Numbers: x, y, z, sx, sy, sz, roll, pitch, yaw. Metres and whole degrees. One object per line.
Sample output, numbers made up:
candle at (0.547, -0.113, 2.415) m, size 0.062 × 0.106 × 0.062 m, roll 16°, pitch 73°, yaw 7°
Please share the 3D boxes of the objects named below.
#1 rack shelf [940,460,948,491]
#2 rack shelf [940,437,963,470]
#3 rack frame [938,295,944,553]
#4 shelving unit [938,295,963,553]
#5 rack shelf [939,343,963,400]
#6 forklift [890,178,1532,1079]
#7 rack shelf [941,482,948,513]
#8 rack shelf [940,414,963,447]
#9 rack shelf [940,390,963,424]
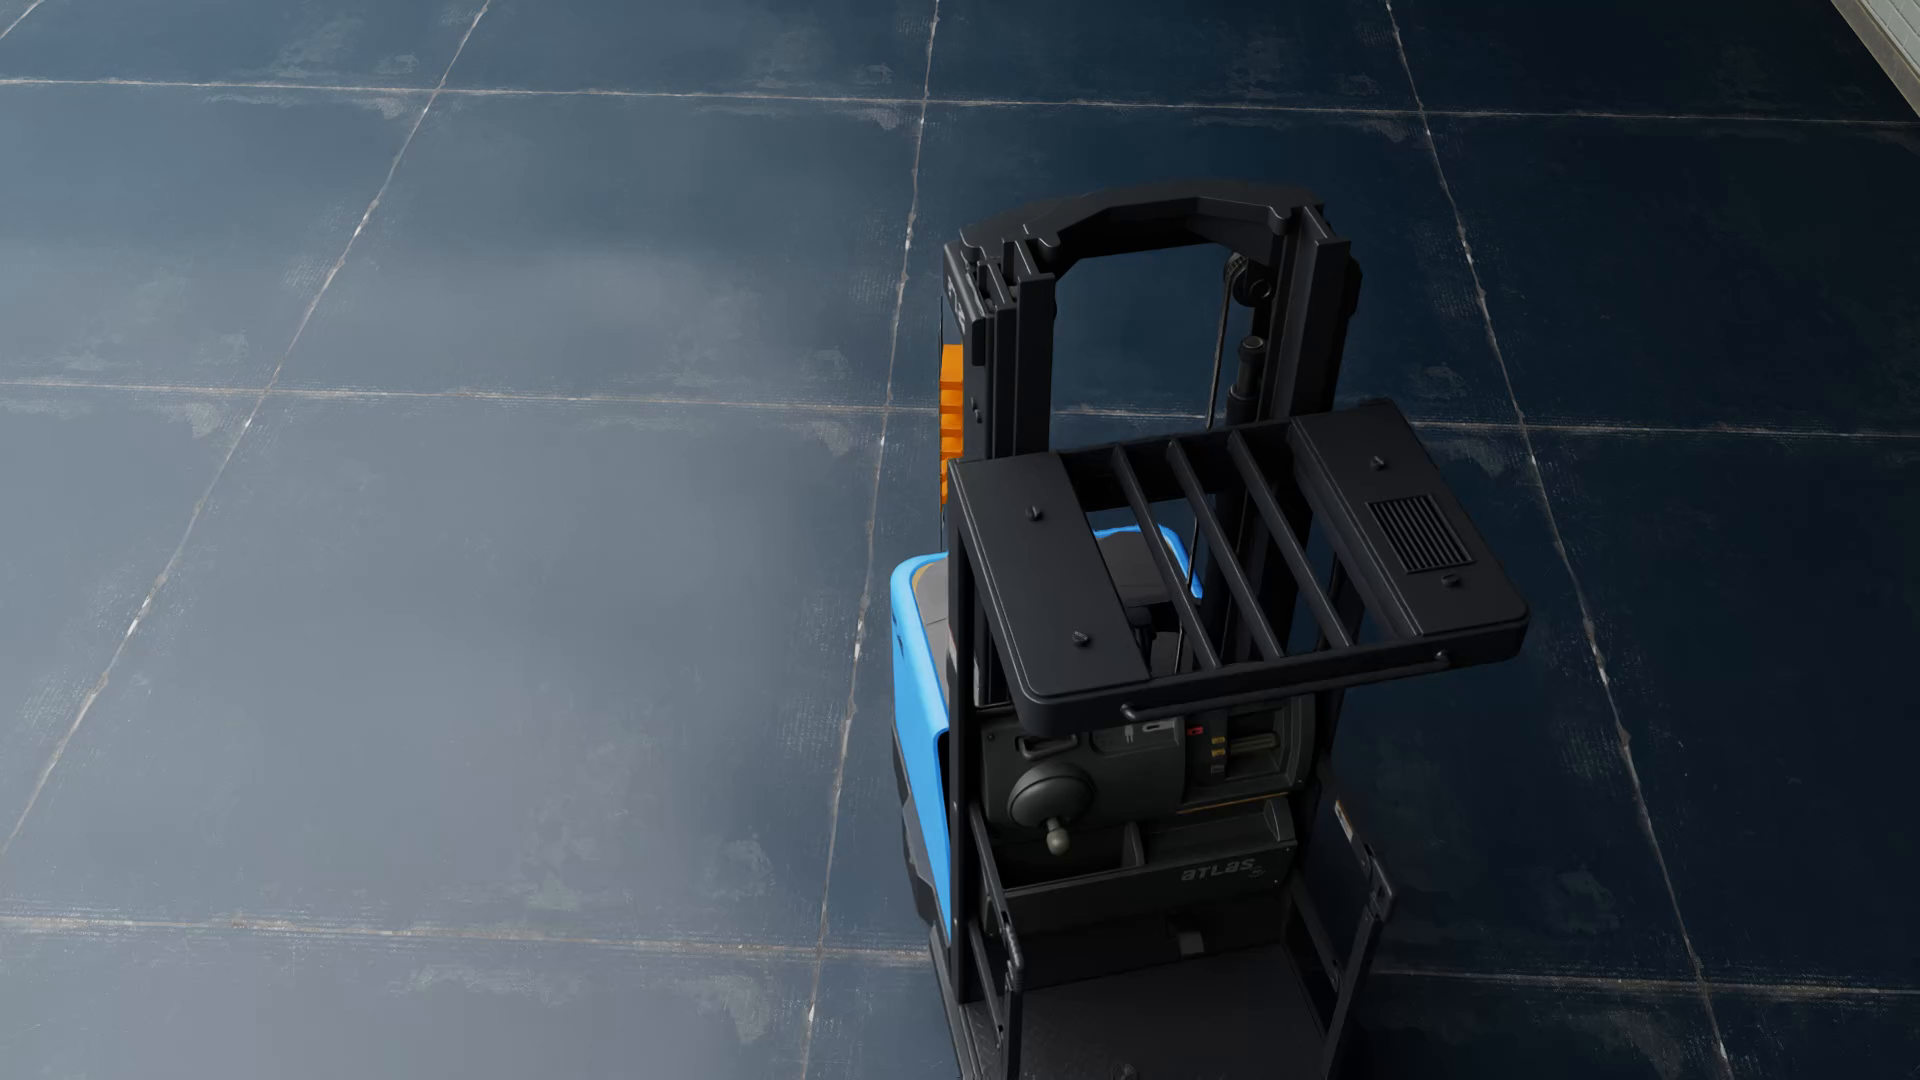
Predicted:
rack shelf at (0.014, -0.318, 6.953) m, size 0.180 × 0.103 × 0.258 m, roll 2°, pitch 43°, yaw 2°
rack shelf at (0.014, -0.406, 6.871) m, size 0.180 × 0.103 × 0.258 m, roll 2°, pitch 43°, yaw 2°
rack frame at (-0.077, -0.441, 6.844) m, size 0.006 × 1.200 × 0.240 m, roll 2°, pitch 43°, yaw 2°
shelving unit at (0.014, -0.439, 6.841) m, size 0.189 × 1.200 × 0.258 m, roll 2°, pitch 43°, yaw 2°
rack shelf at (0.014, -0.669, 6.625) m, size 0.180 × 0.103 × 0.258 m, roll 2°, pitch 43°, yaw 2°
forklift at (0.565, 0.690, 4.359) m, size 1.130 × 2.935 × 3.031 m, roll -8°, pitch 44°, yaw -9°
rack shelf at (0.014, -0.230, 7.034) m, size 0.180 × 0.103 × 0.258 m, roll 2°, pitch 43°, yaw 2°
rack shelf at (0.014, -0.494, 6.789) m, size 0.180 × 0.103 × 0.258 m, roll 2°, pitch 43°, yaw 2°
rack shelf at (0.014, -0.582, 6.707) m, size 0.180 × 0.103 × 0.258 m, roll 2°, pitch 43°, yaw 2°
